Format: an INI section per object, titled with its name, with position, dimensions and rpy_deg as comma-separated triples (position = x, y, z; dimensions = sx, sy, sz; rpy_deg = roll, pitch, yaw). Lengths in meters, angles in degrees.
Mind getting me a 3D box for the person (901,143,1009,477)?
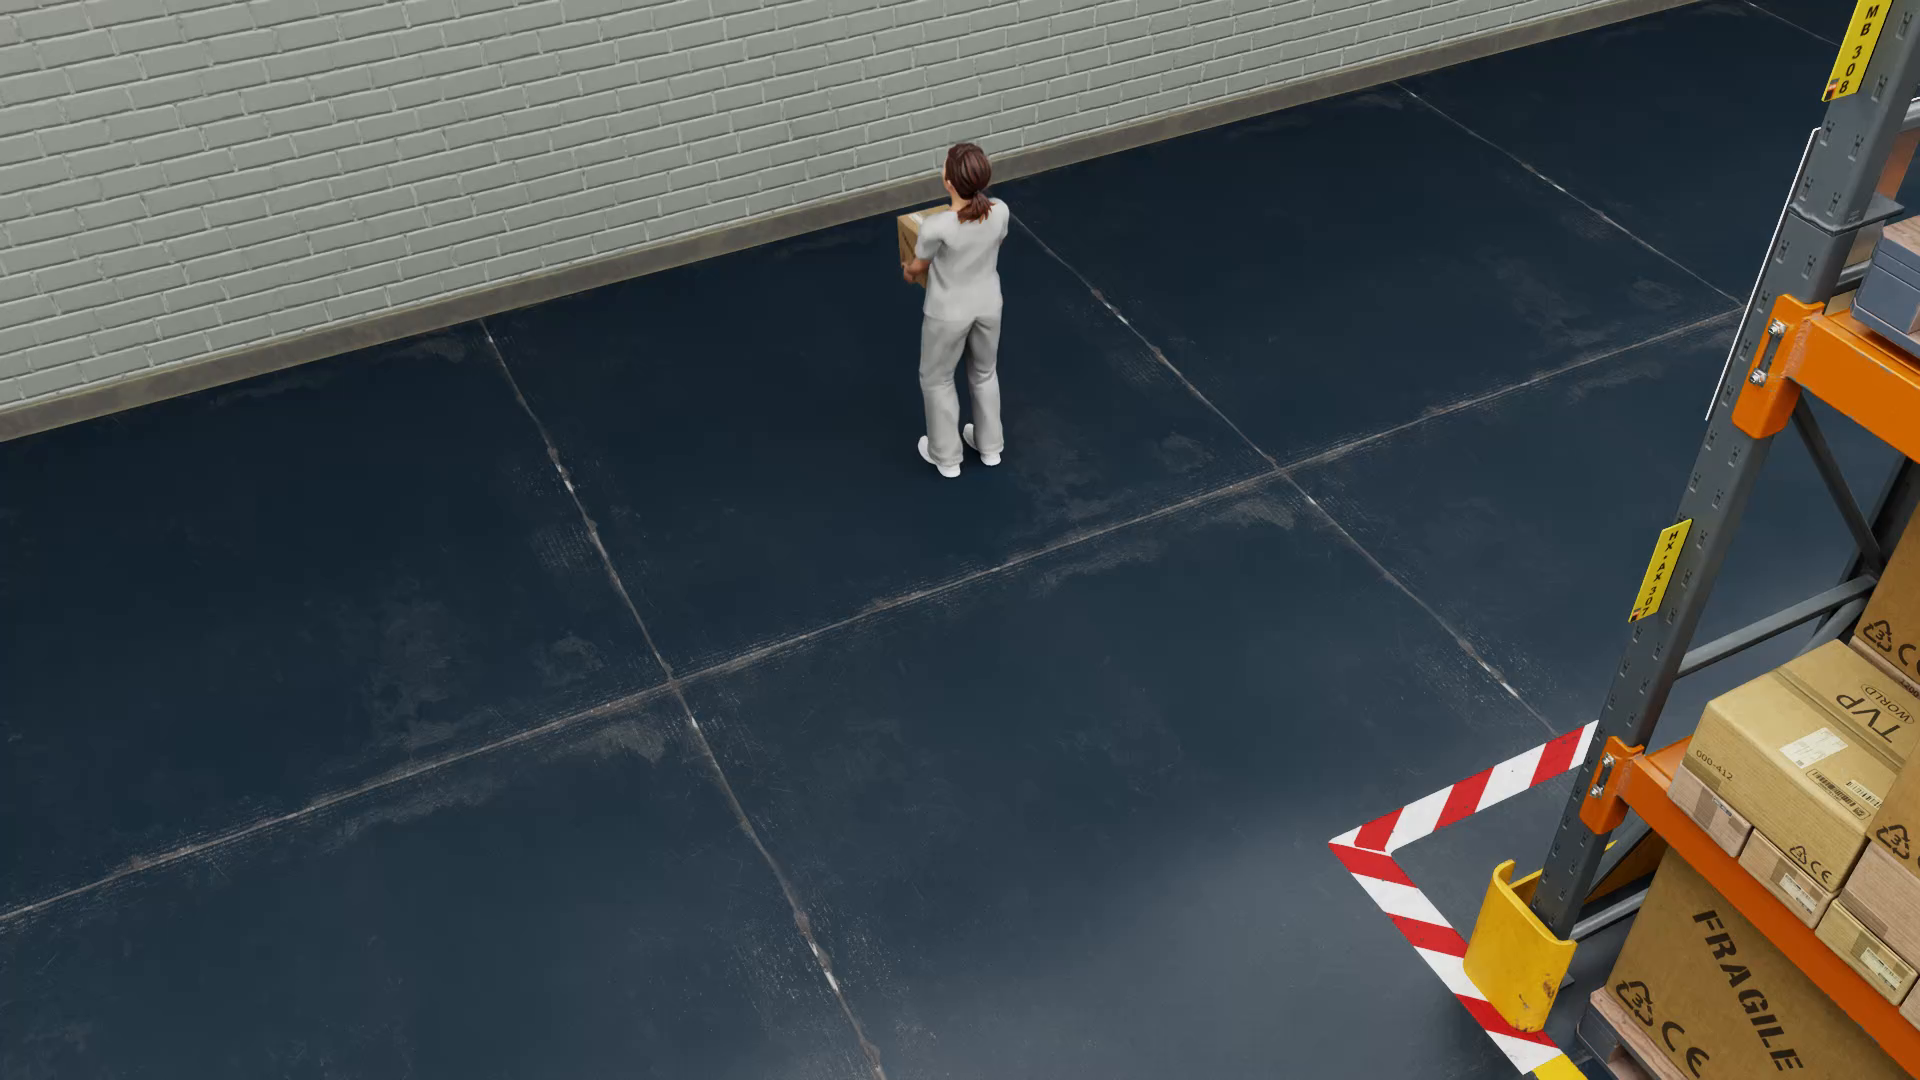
[person]
position = -0.020, -1.043, 7.353
dimensions = 0.436, 1.664, 0.558
rpy_deg = -18, 45, -19
